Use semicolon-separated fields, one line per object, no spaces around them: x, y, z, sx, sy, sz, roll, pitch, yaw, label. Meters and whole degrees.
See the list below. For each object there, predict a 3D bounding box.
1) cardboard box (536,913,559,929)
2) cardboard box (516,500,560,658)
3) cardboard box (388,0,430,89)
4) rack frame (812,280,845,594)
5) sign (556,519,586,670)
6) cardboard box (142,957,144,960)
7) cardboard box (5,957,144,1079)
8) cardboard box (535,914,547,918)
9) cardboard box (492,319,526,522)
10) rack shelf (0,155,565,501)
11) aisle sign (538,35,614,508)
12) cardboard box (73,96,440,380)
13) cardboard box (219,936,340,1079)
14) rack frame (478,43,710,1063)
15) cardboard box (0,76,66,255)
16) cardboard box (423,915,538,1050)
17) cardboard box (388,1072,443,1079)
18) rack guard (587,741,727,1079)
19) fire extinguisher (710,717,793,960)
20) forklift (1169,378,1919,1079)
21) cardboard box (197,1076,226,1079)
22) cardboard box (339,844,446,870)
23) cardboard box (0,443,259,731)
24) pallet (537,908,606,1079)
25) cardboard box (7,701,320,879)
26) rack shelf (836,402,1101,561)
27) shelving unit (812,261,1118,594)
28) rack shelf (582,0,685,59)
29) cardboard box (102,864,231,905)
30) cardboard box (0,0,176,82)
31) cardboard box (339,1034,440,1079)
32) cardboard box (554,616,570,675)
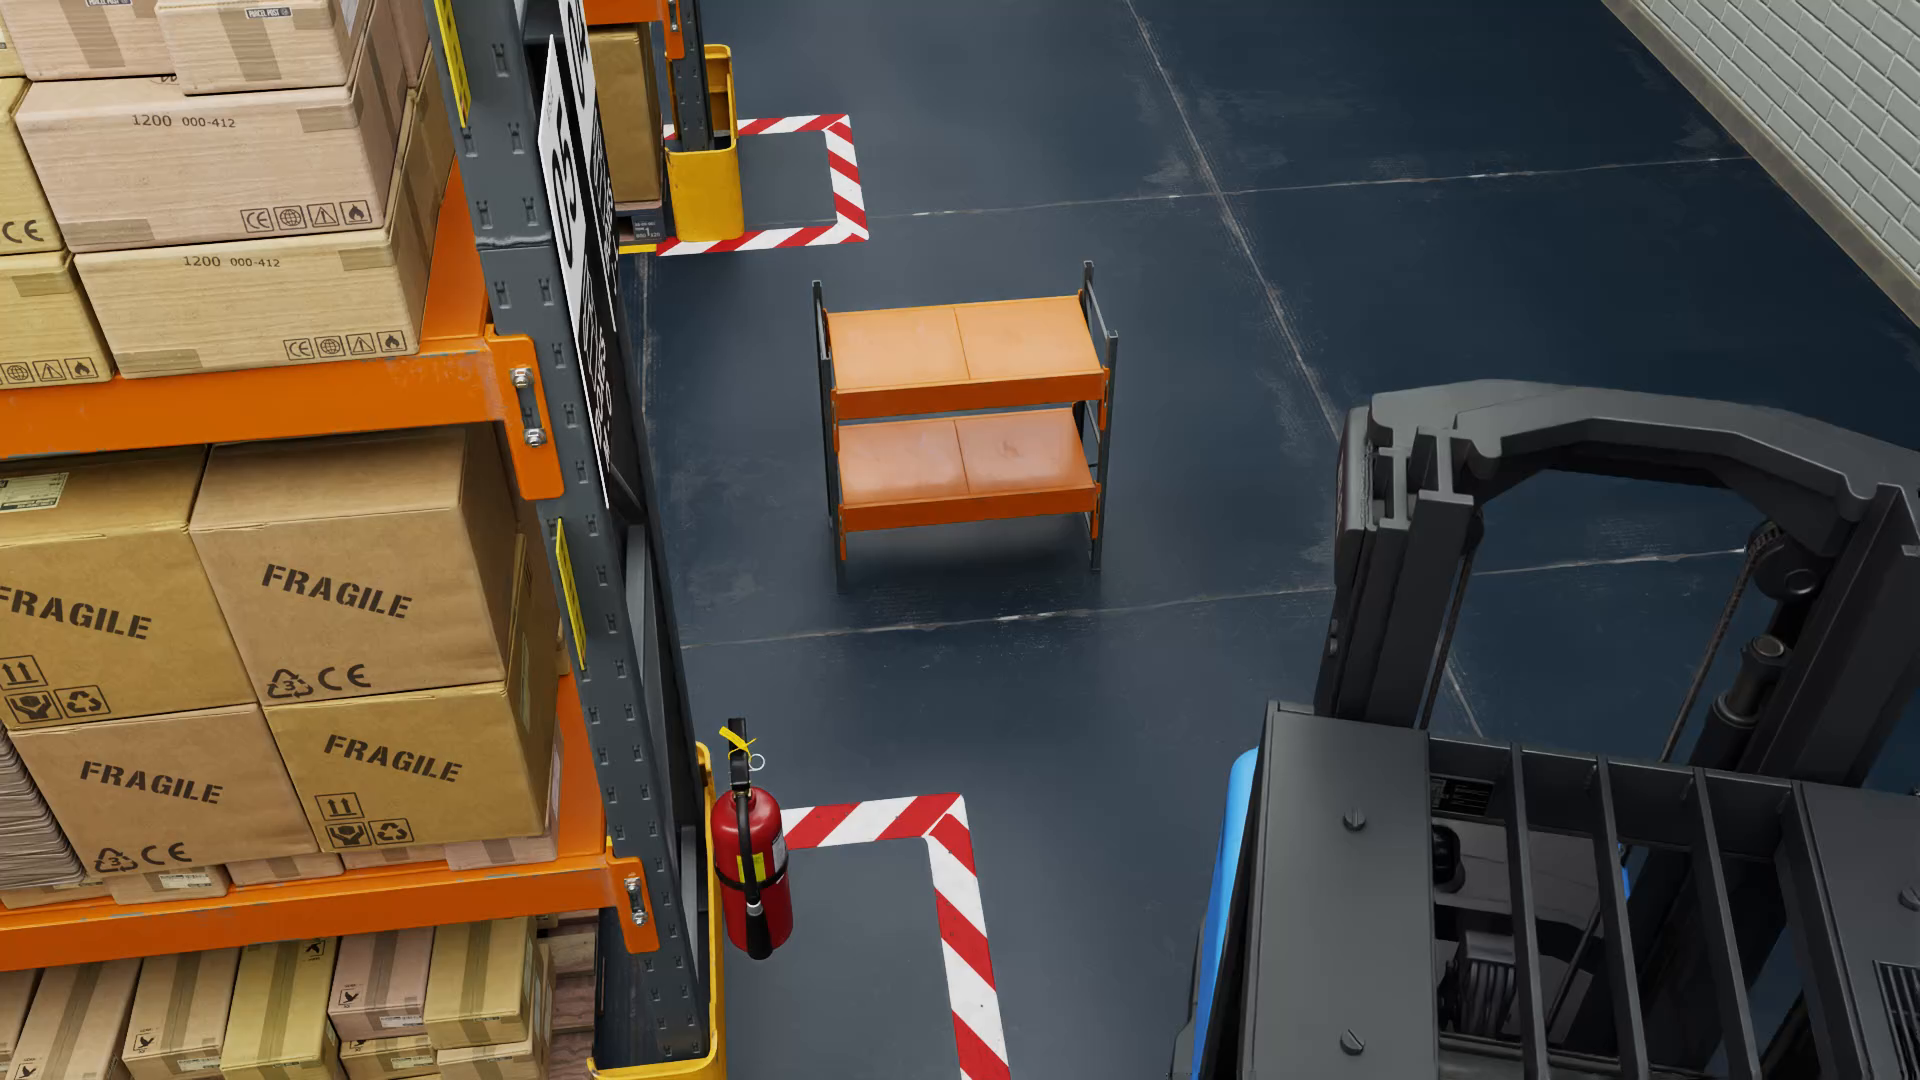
-1.381;1.023;5.191;0.250;0.149;0.380;-4;42;-5;cardboard box
-1.301;-0.005;4.219;0.500;0.500;0.500;-3;42;-3;cardboard box
-1.299;-1.090;3.218;0.500;0.250;0.500;-4;42;-5;cardboard box
-0.497;-0.374;6.325;0.032;1.125;0.500;-5;42;-6;rack frame
-0.768;0.110;3.288;0.005;0.325;0.100;-5;42;-6;sign
-2.402;1.057;4.931;0.250;0.149;0.380;-7;43;-8;cardboard box
-2.333;1.315;4.424;0.250;0.149;0.380;-4;42;-4;cardboard box
-1.373;0.955;5.045;0.250;0.149;0.380;-3;42;-4;cardboard box
-1.299;-0.369;3.876;0.500;0.500;0.500;-5;42;-6;cardboard box
-2.803;-0.386;3.235;4.000;0.370;1.077;-5;42;-6;rack shelf
-0.708;-0.485;3.107;0.004;0.787;0.394;-5;42;-6;aisle sign
-1.237;-0.555;2.999;0.500;0.250;0.500;-6;42;-6;cardboard box
-1.809;1.274;4.469;0.250;0.149;0.380;-6;42;-6;cardboard box
-0.820;0.287;4.192;0.127;3.000;1.000;-5;42;-6;rack frame
-1.750;-0.702;2.788;0.500;0.250;0.500;-6;42;-7;cardboard box
-1.312;1.184;4.569;0.250;0.149;0.380;-5;42;-5;cardboard box
-1.557;1.464;4.702;0.250;0.149;0.380;-4;42;-4;cardboard box
-0.895;1.222;5.022;0.348;0.500;1.175;-5;42;-6;rack guard
-0.510;0.739;4.027;0.183;0.674;0.296;-5;42;-6;fire extinguisher
0.983;1.291;3.130;1.130;2.935;3.031;7;43;8;forklift
-2.101;1.316;4.644;0.250;0.149;0.380;-5;42;-6;cardboard box
-1.358;0.593;4.040;0.250;0.149;0.380;-5;42;-6;cardboard box
-1.744;0.018;3.448;0.500;0.500;0.500;-6;42;-7;cardboard box
-1.705;1.377;5.066;1.213;0.211;1.003;-5;42;-6;pallet
-1.743;0.391;3.780;0.500;0.500;0.500;-6;42;-6;cardboard box
0.007;-0.237;6.538;1.000;0.278;0.538;-5;42;-6;rack shelf
0.007;-0.418;6.374;1.048;1.125;0.538;-5;42;-6;shelving unit
-3.346;-2.575;7.902;4.000;0.370;1.077;-5;42;-6;rack shelf
-1.855;0.663;3.963;0.250;0.149;0.380;-4;42;-4;cardboard box
-1.366;-0.910;2.721;0.250;0.149;0.380;-4;42;-5;cardboard box
-1.572;1.302;4.660;0.250;0.149;0.380;-6;42;-7;cardboard box
-1.184;0.191;4.486;0.250;0.149;0.380;-5;42;-6;cardboard box
